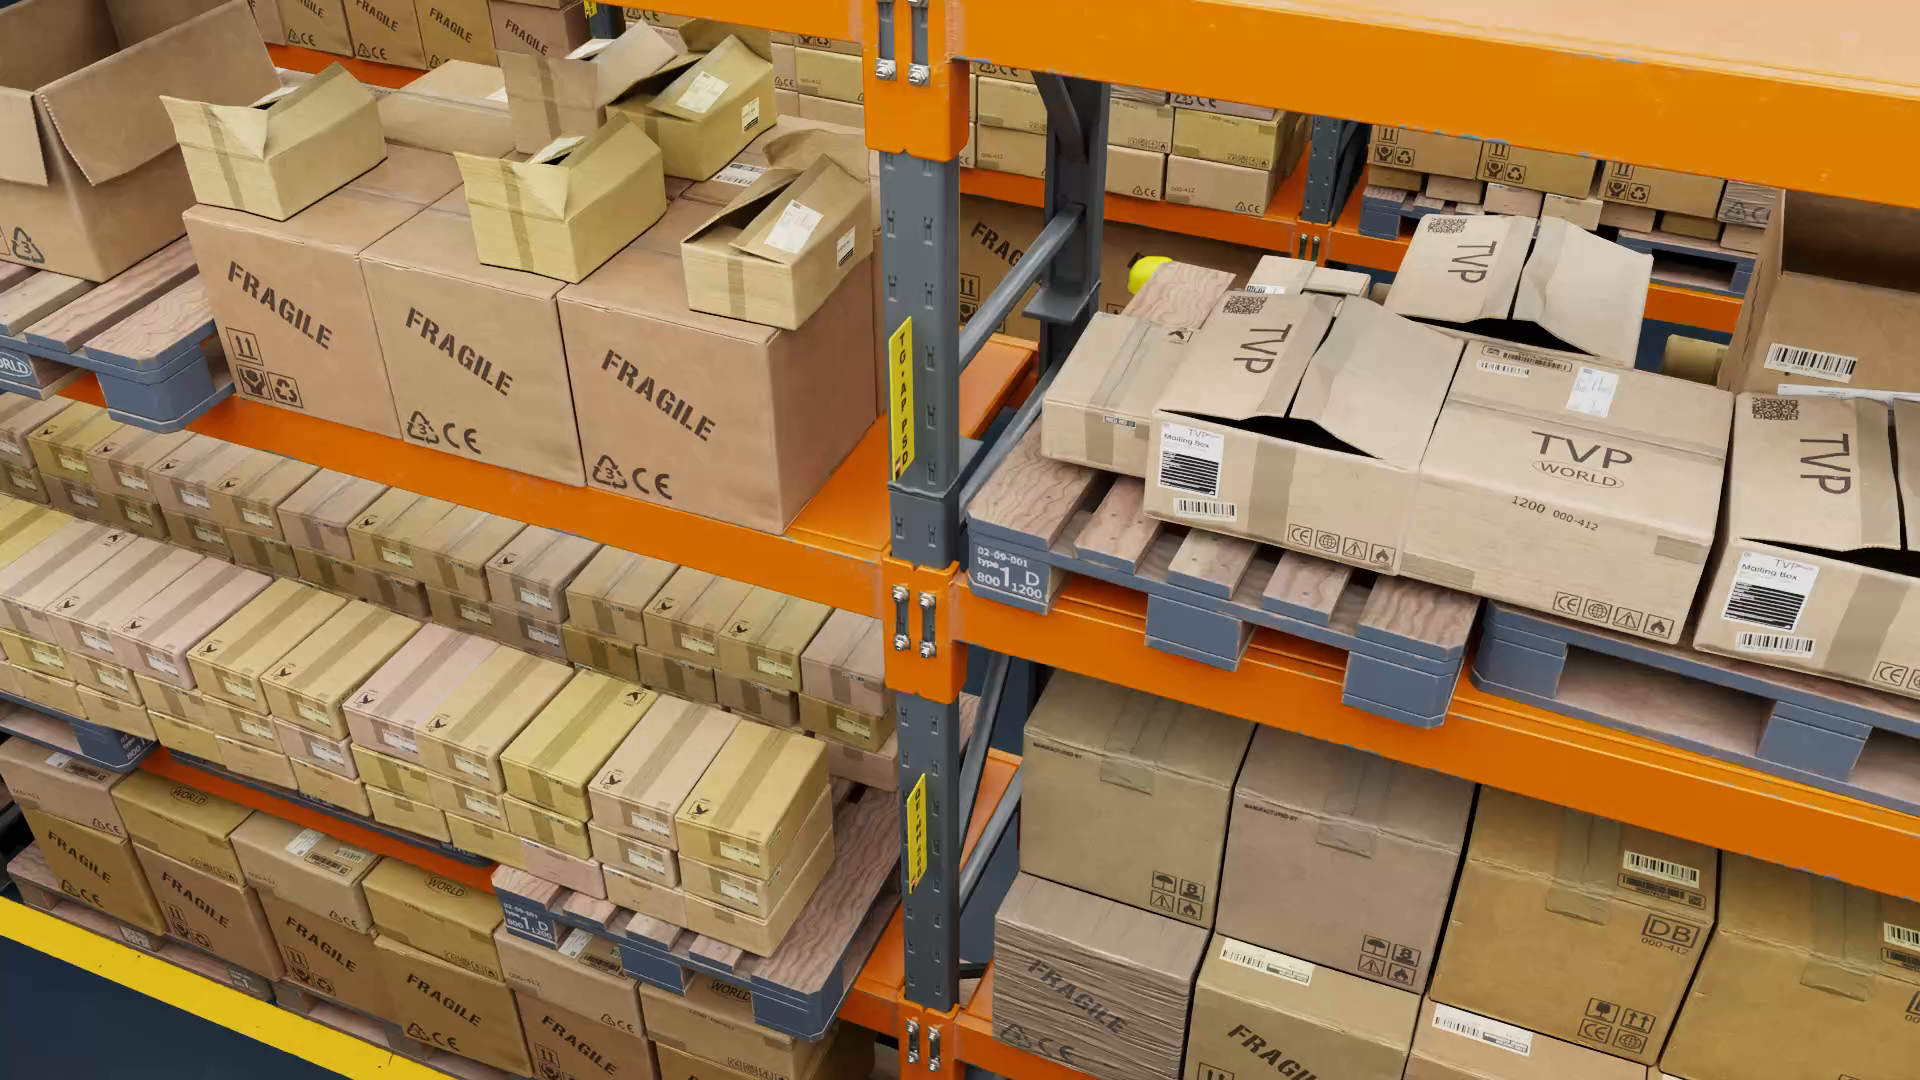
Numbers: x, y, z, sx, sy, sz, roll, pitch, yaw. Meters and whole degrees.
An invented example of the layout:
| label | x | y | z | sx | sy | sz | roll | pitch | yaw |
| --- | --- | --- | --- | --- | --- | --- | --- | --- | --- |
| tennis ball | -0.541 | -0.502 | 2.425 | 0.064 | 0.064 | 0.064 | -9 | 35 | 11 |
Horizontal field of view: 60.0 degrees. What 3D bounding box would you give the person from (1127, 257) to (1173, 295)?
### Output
| label | x | y | z | sx | sy | sz | roll | pitch | yaw |
| --- | --- | --- | --- | --- | --- | --- | --- | --- | --- |
| person | 0.840 | -0.454 | 7.399 | 0.354 | 1.762 | 0.561 | 15 | 40 | 19 |
